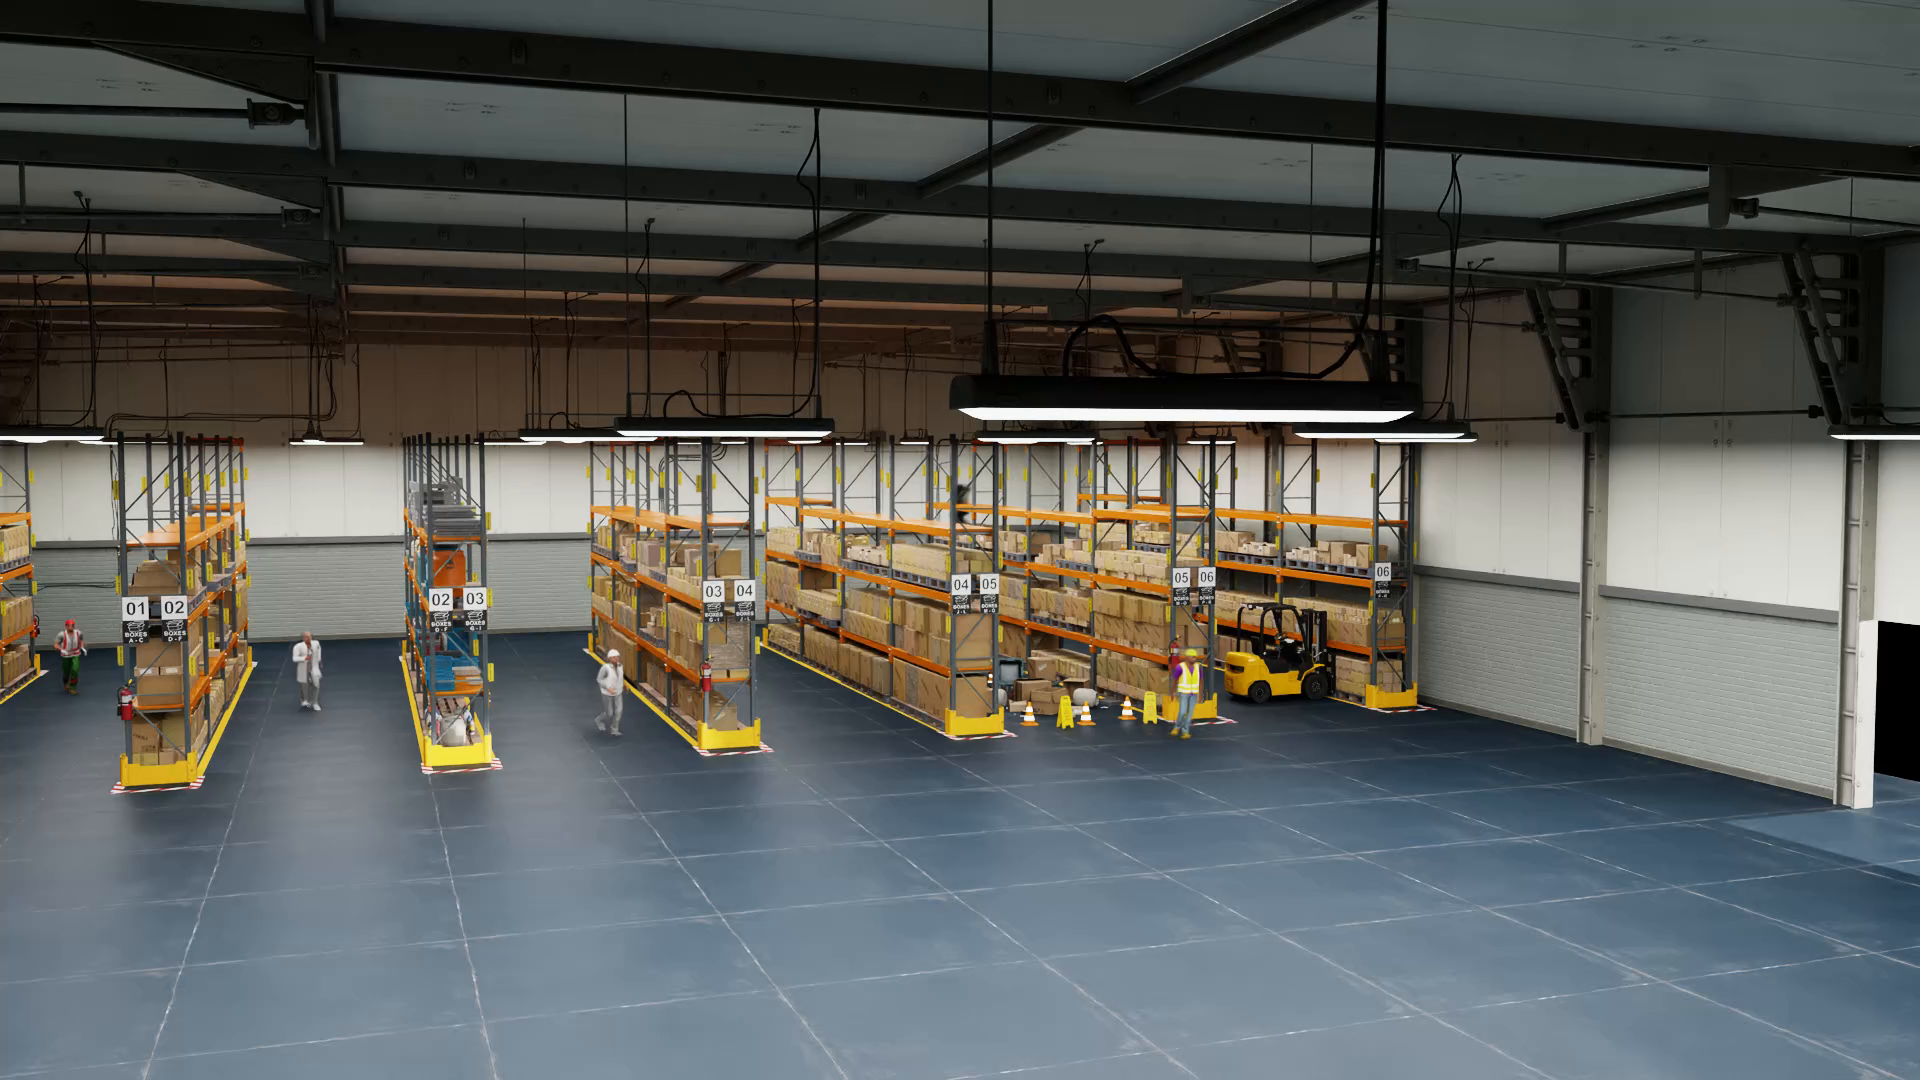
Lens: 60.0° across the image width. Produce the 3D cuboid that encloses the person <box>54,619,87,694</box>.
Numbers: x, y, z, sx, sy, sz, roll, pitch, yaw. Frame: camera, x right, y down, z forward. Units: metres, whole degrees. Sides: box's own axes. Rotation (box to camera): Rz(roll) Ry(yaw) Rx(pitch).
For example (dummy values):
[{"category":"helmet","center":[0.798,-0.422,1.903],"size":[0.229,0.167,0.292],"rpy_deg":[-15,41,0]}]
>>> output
[{"category":"person","center":[-20.763,2.704,38.787],"size":[0.667,1.745,0.885],"rpy_deg":[-2,4,-36]}]

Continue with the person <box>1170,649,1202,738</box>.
[{"category":"person","center":[4.466,3.021,32.739],"size":[0.633,1.751,0.452],"rpy_deg":[-1,3,-21]}]

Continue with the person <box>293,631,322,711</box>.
[{"category":"person","center":[-14.193,2.835,36.162],"size":[0.626,1.734,1.054],"rpy_deg":[-2,4,-29]}]

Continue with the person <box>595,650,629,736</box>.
[{"category":"person","center":[-6.989,3.029,33.148],"size":[0.664,1.727,0.749],"rpy_deg":[-3,4,-43]}]
